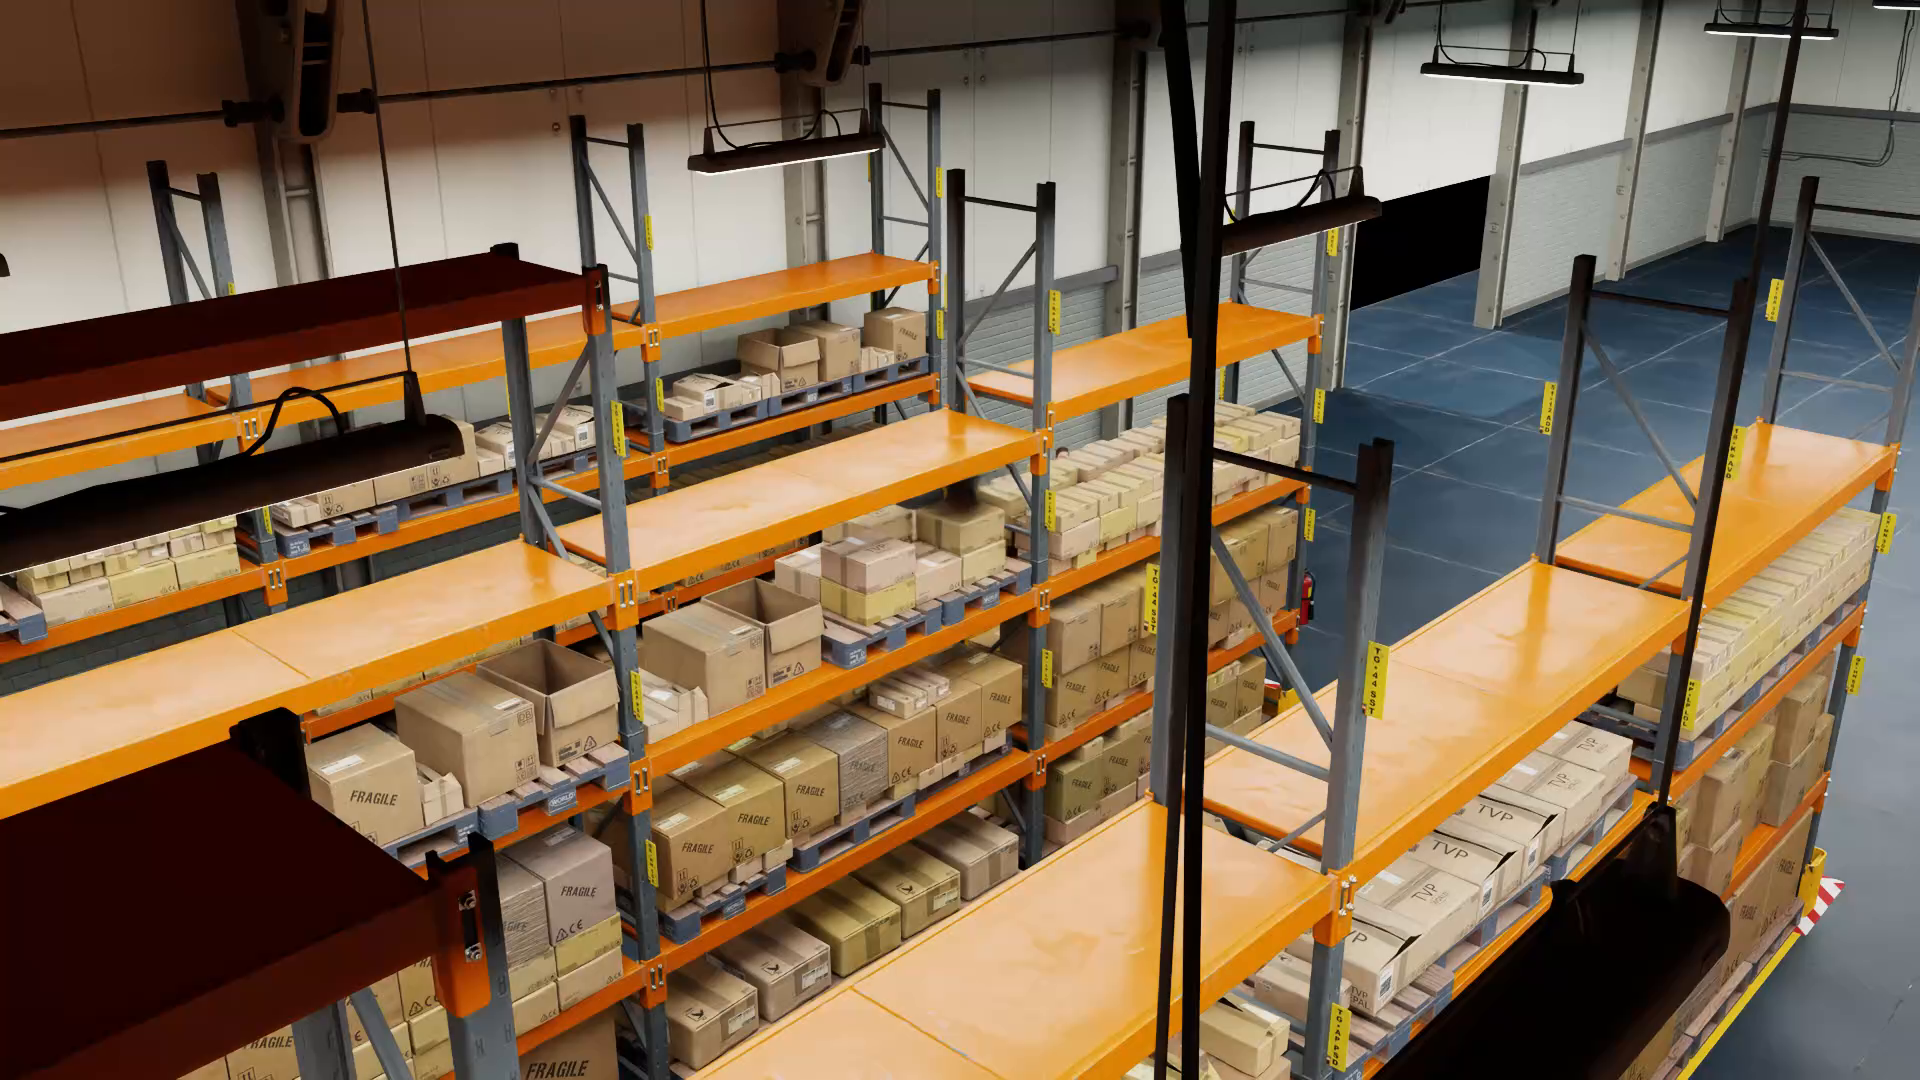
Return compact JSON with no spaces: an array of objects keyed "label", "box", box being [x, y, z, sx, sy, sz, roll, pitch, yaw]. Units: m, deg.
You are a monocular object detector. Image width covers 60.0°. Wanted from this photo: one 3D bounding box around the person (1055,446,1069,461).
[{"label":"person","box":[1.292,-0.381,20.742,1.054,1.621,0.414,11,24,27]}]
